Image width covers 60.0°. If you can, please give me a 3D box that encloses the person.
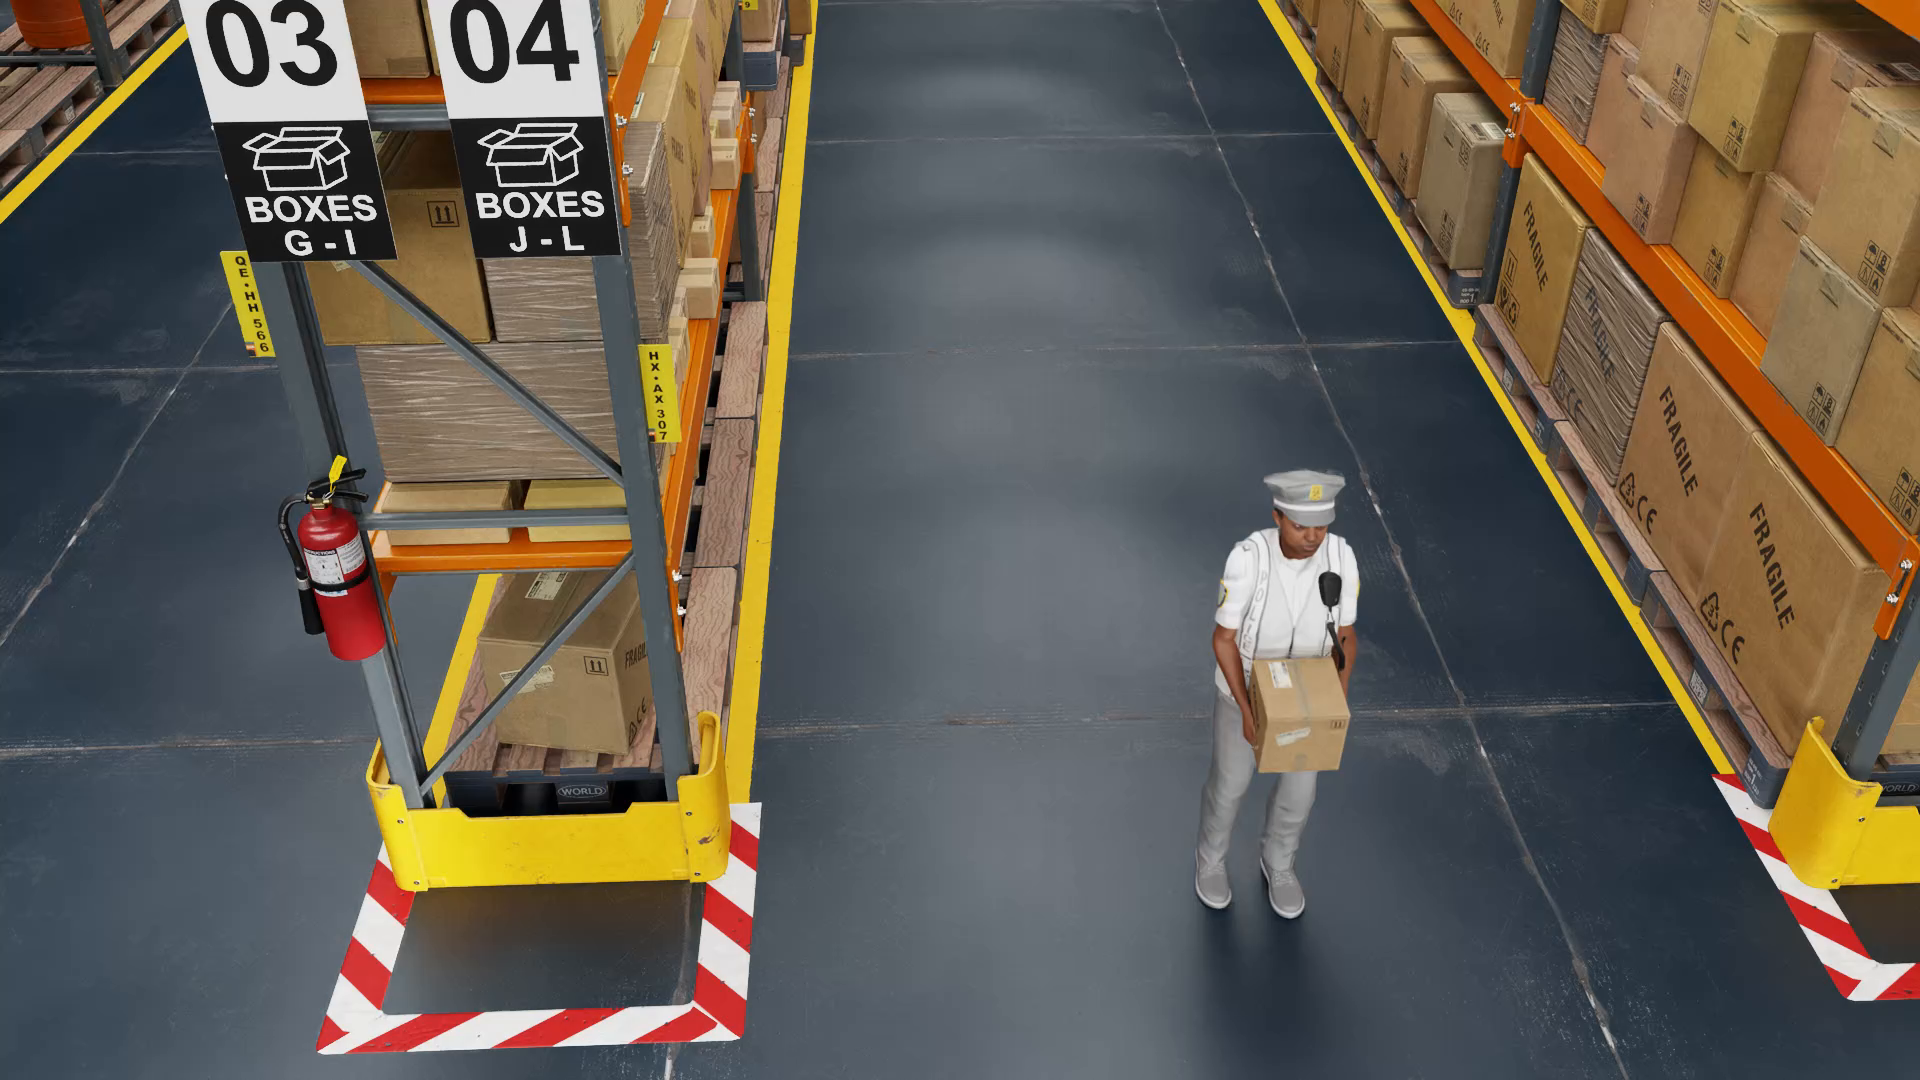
[{"bbox_3d":[1.035,0.532,5.371,0.468,1.692,0.503,-2,35,-2],"label":"person"}]
